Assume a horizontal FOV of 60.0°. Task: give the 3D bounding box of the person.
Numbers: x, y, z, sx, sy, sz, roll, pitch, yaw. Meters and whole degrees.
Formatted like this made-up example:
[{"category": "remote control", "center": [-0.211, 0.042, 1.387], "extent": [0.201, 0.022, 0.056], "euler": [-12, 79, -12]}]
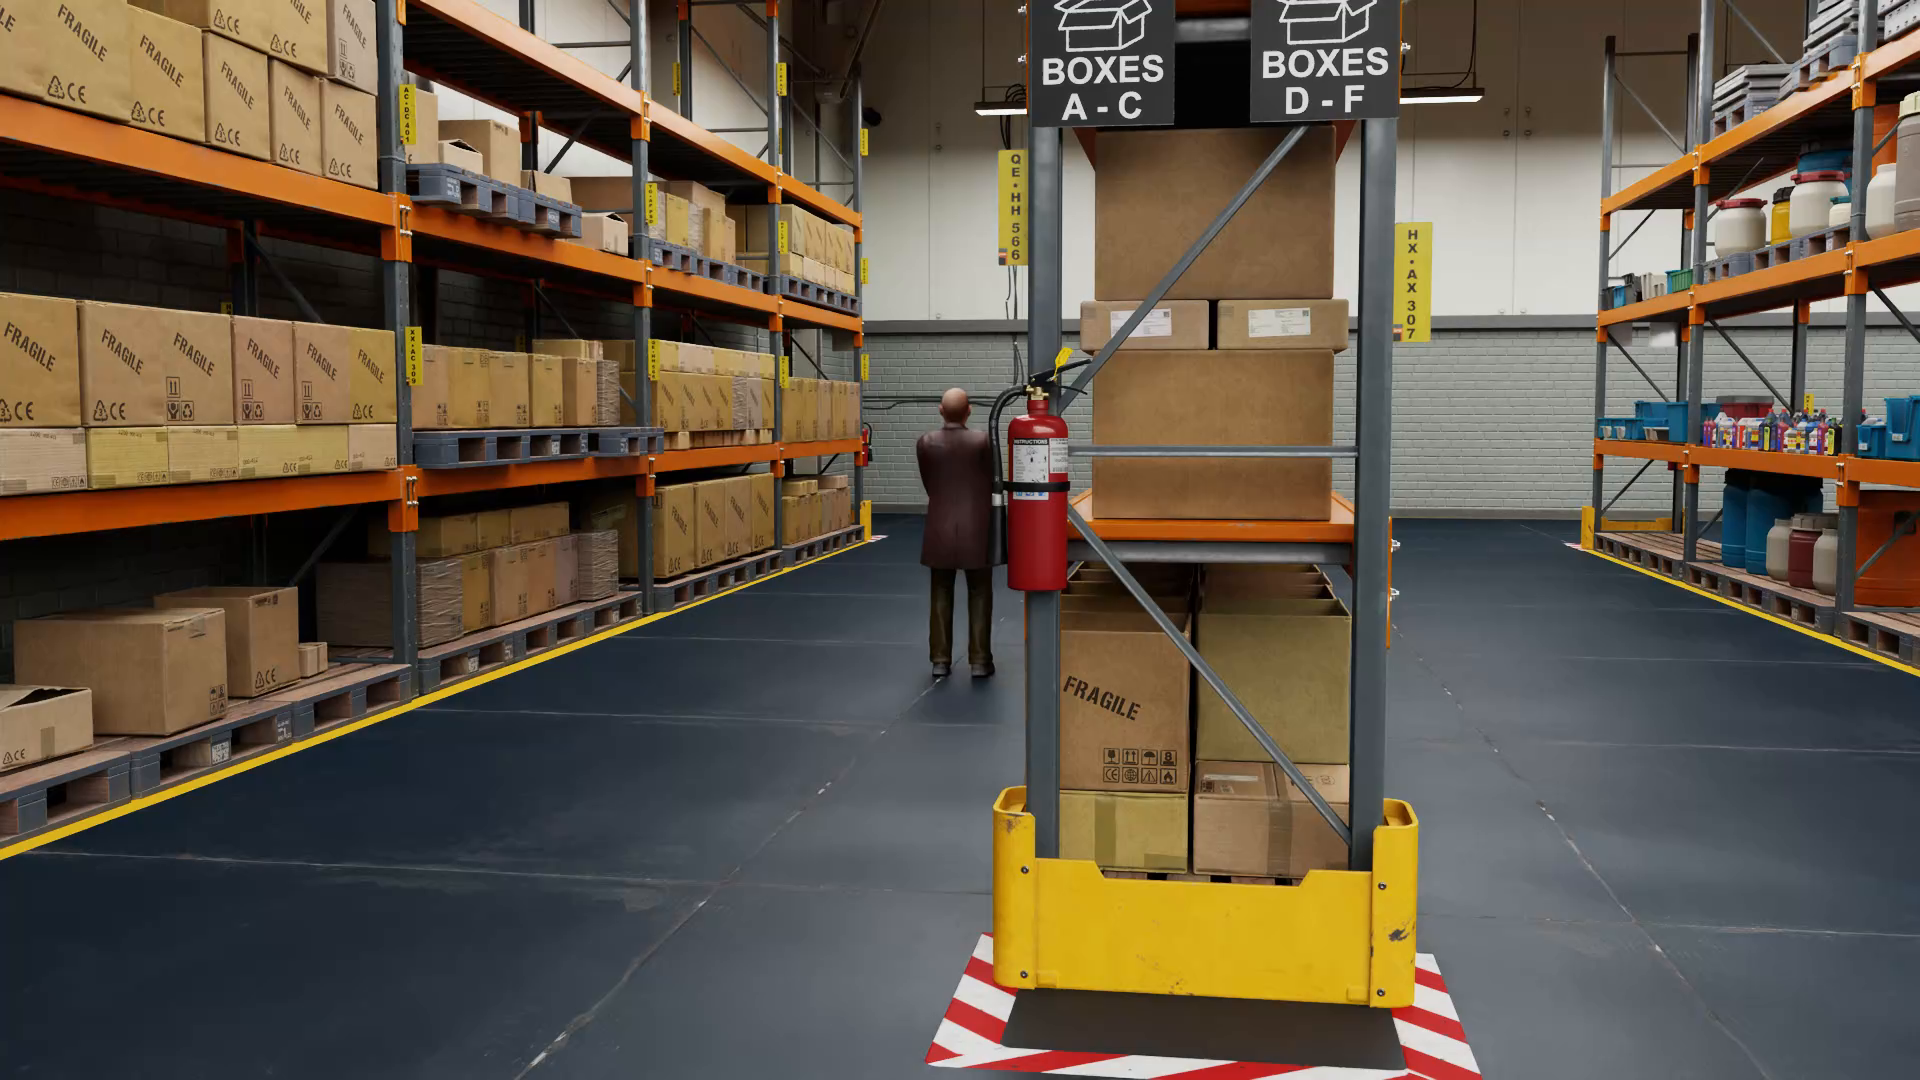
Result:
[{"category": "person", "center": [0.015, -0.057, 10.372], "extent": [0.529, 1.772, 0.552], "euler": [1, 4, 10]}]
